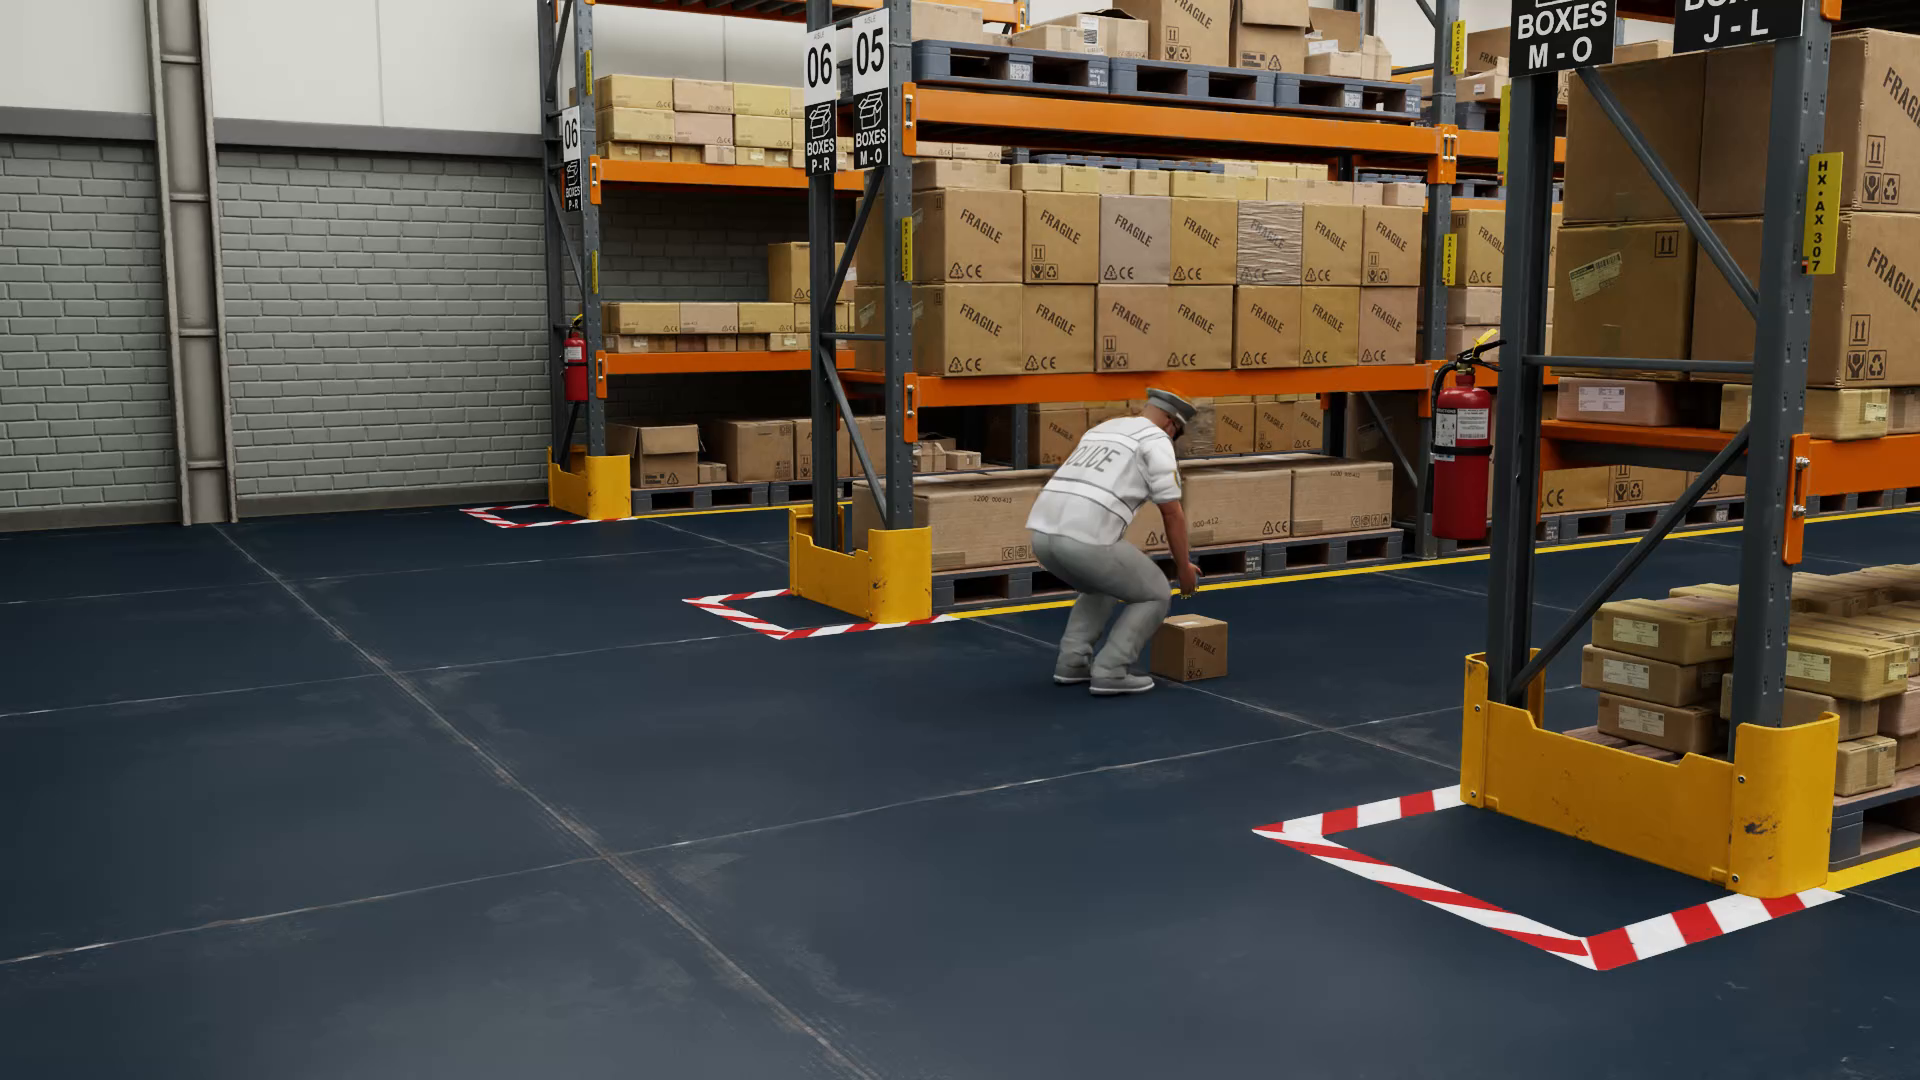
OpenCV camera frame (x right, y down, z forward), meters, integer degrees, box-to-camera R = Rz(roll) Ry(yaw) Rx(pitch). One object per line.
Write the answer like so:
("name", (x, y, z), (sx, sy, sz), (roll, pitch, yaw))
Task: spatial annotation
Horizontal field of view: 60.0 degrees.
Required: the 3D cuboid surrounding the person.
("person", (0.687, -0.005, 7.403), (0.855, 1.317, 0.588), (-5, 9, -31))
